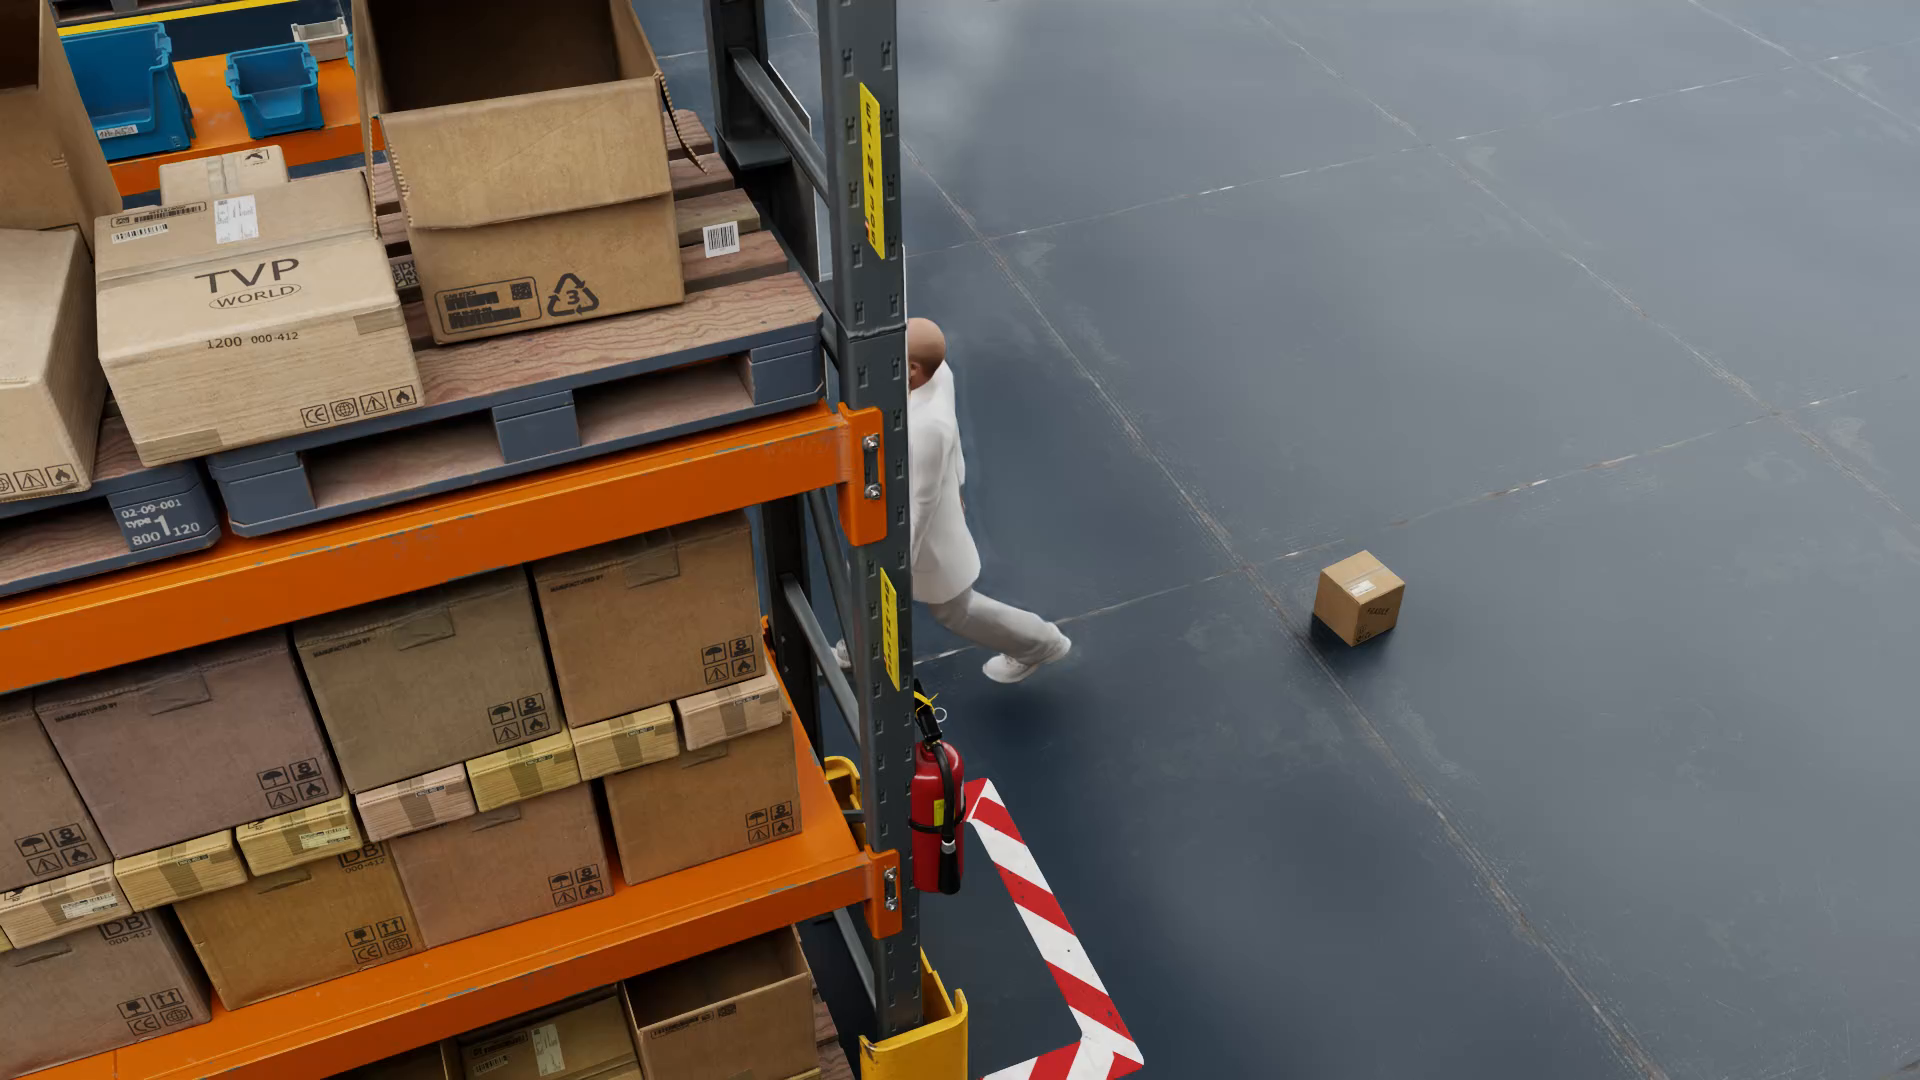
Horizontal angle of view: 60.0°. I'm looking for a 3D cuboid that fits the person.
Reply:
[{"bbox_3d":[-0.113,-0.091,6.275,1.110,1.733,0.583,-5,41,-5],"label":"person"}]
